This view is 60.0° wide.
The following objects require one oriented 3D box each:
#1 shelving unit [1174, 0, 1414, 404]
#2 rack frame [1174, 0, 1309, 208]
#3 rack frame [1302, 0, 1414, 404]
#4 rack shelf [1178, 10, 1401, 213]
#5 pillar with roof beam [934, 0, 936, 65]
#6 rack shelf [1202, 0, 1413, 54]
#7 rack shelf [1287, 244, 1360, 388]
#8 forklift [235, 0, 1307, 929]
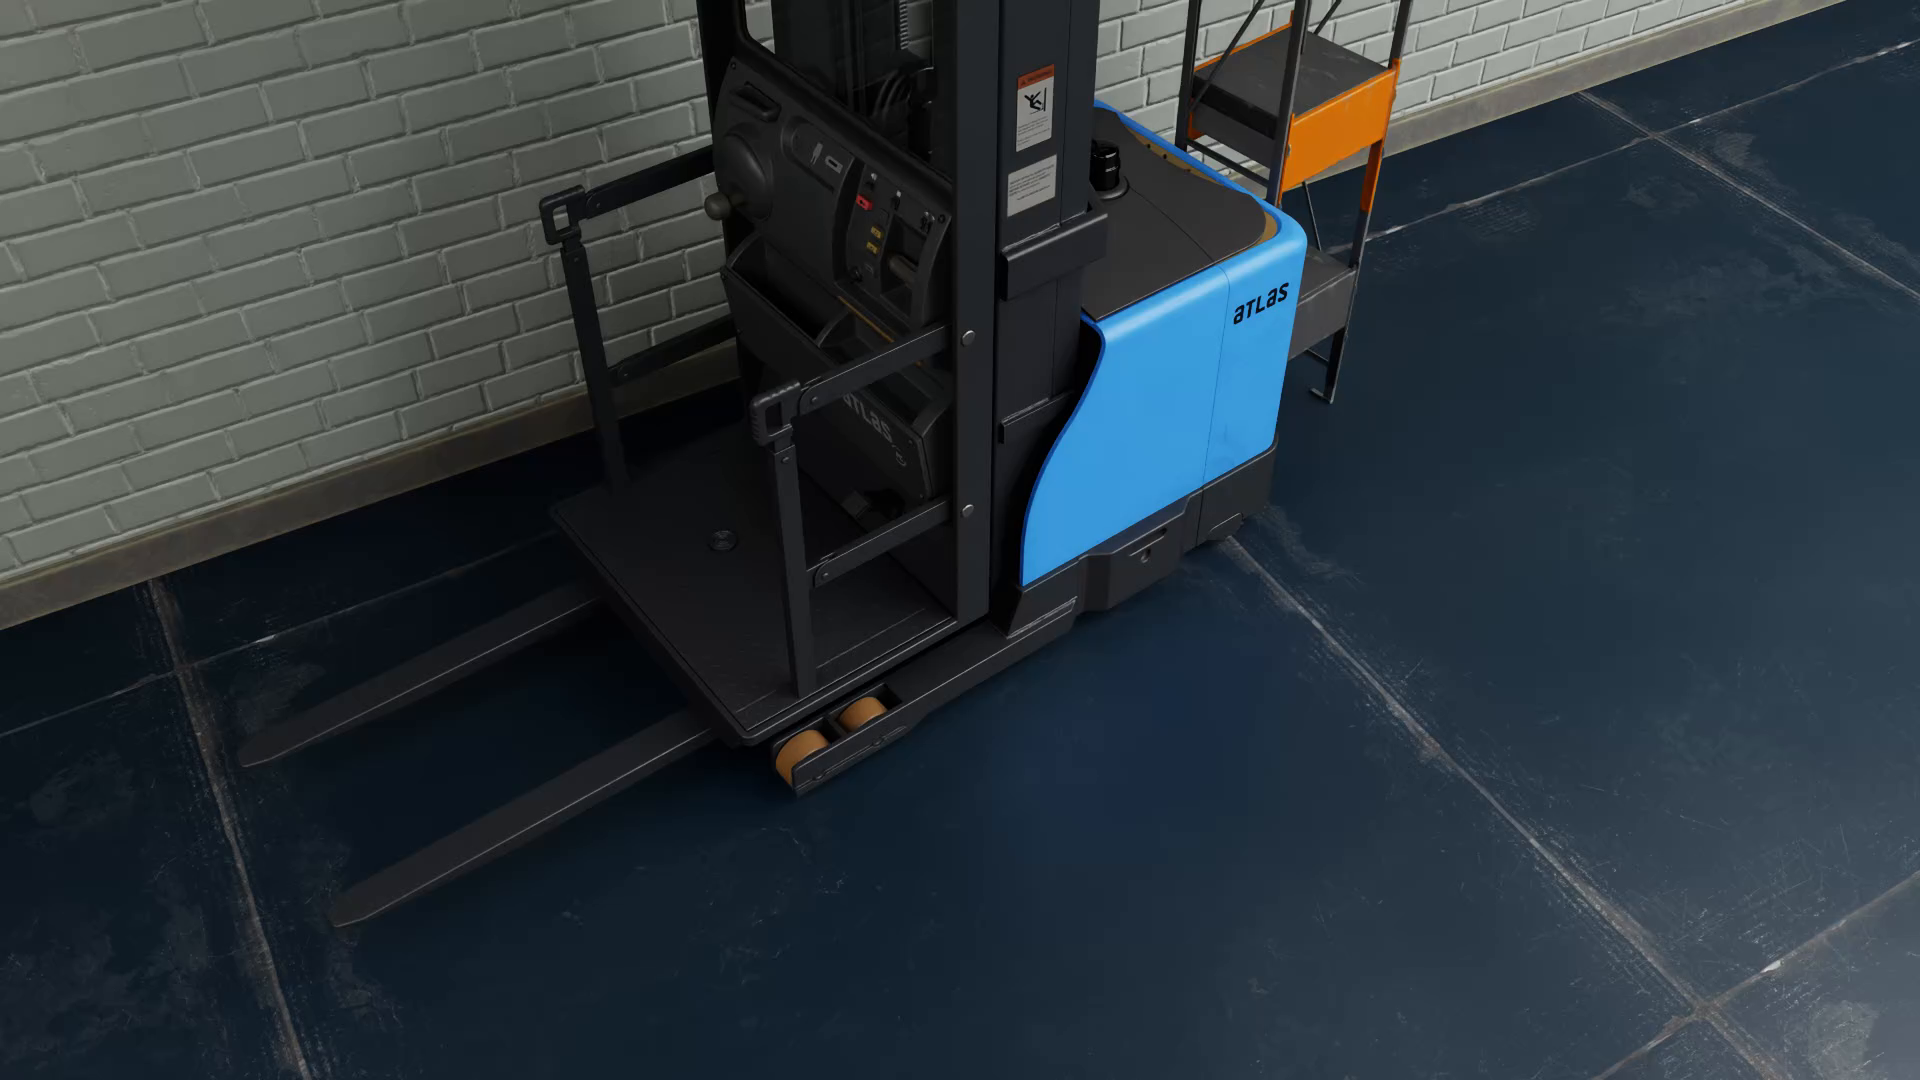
[{"bbox_3d":[0.966,-1.217,4.996,0.503,2.100,0.431,-31,52,-28],"label":"shelving unit"},{"bbox_3d":[0.782,-1.105,4.881,0.015,2.100,0.400,-31,52,-28],"label":"rack frame"},{"bbox_3d":[1.149,-1.329,5.111,0.015,2.100,0.400,-31,52,-28],"label":"rack frame"},{"bbox_3d":[0.966,-1.207,5.006,0.480,0.518,0.431,-31,52,-28],"label":"rack shelf"},{"bbox_3d":[2.306,-1.479,0.312,0.400,9.000,9.100,-22,48,-21],"label":"pillar with roof beam"},{"bbox_3d":[0.966,-1.709,4.518,0.480,0.518,0.431,-31,52,-28],"label":"rack shelf"},{"bbox_3d":[0.966,-0.705,5.493,0.480,0.518,0.431,-31,52,-28],"label":"rack shelf"},{"bbox_3d":[-0.495,-0.788,3.958,3.031,2.935,1.130,-28,51,-26],"label":"forklift"}]
